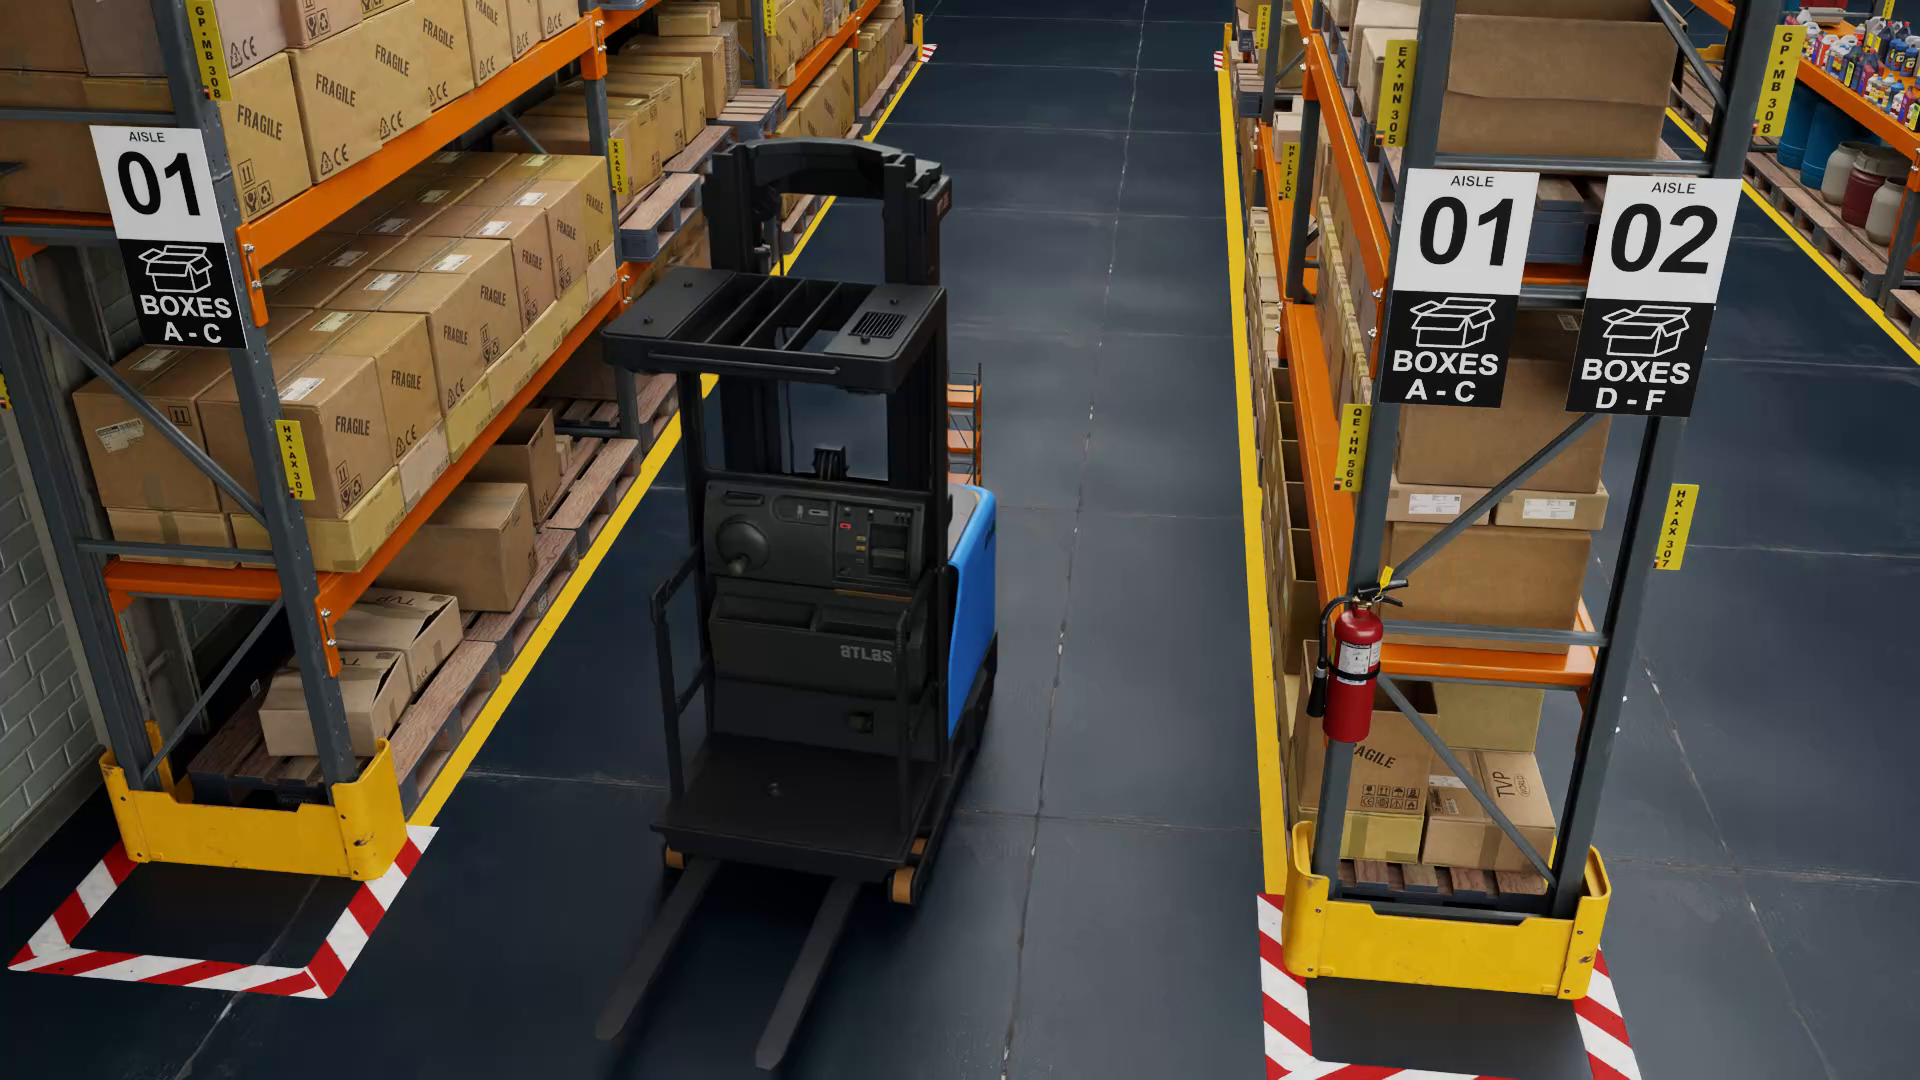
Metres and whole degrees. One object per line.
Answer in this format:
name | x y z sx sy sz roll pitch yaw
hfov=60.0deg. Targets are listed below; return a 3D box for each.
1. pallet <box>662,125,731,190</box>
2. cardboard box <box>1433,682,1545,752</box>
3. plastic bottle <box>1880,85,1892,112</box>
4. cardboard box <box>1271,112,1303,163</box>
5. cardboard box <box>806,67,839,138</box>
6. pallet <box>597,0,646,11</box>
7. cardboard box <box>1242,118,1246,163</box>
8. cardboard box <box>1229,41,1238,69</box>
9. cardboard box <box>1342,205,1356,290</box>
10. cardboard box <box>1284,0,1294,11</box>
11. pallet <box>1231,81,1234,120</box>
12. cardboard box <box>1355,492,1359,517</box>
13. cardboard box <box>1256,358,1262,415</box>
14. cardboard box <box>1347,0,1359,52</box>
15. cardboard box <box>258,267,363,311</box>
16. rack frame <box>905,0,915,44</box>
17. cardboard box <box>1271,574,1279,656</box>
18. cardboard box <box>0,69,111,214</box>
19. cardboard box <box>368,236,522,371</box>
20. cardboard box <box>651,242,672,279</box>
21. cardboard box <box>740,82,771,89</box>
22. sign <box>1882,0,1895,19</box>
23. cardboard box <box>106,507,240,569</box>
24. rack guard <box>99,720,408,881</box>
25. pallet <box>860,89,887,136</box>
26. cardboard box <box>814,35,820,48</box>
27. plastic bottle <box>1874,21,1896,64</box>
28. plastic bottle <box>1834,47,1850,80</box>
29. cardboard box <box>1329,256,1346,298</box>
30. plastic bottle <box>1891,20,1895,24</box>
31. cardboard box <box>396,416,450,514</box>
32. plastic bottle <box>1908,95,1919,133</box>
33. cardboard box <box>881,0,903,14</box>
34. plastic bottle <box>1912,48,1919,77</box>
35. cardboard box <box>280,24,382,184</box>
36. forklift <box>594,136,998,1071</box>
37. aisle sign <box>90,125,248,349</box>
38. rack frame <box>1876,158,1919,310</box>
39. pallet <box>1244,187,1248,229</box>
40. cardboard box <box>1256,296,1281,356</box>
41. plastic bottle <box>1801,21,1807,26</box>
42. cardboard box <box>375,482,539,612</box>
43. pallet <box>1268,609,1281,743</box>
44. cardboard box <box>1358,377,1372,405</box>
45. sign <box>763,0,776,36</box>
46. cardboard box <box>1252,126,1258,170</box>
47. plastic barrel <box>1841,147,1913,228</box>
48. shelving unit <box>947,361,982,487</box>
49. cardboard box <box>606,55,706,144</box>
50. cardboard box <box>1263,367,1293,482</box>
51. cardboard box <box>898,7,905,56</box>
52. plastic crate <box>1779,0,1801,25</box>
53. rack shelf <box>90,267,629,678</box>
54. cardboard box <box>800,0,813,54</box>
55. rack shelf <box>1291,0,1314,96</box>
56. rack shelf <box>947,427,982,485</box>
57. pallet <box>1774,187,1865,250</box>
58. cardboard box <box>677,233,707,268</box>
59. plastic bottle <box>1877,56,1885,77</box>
pallet | -2.253 -2.695 11.793 1.003 0.211 1.213 3 28 6
cardboard box | 2.231 0.558 7.217 0.500 0.500 0.500 3 28 6
plastic bottle | 7.503 -3.565 13.415 0.097 0.201 0.097 0 28 0
cardboard box | 2.564 -2.979 12.211 0.500 0.311 0.500 3 28 6
cardboard box | -1.618 -4.103 16.028 0.750 0.750 0.750 4 29 8
pallet | -2.360 -3.353 9.847 1.213 0.211 1.003 3 28 6
cardboard box | 3.000 -3.939 16.070 0.500 0.500 0.500 4 29 7
cardboard box | 3.436 -5.702 19.606 0.500 0.250 0.500 3 28 6
cardboard box | 2.204 -1.477 7.856 0.700 0.500 0.500 3 28 6
cardboard box | 3.132 -4.379 14.168 0.700 0.500 0.500 9 30 16
pallet | 3.588 -4.982 18.775 1.003 0.211 1.213 3 28 6
cardboard box | 2.015 -0.173 6.802 0.700 0.500 0.500 4 29 8
cardboard box | 2.202 -0.969 10.843 0.500 0.250 0.500 3 28 5
cardboard box | 2.048 -2.390 7.161 0.797 0.503 0.637 6 29 12
cardboard box | -3.054 -0.935 7.670 0.500 0.500 0.500 3 28 5
rack frame | -1.071 -7.480 20.471 1.000 3.000 0.127 3 28 6
cardboard box | 1.829 0.387 8.325 0.500 0.250 0.500 3 28 6
cardboard box | -3.232 -1.533 6.143 0.500 0.500 0.500 5 29 10
cardboard box | -2.483 -1.147 8.063 0.500 0.500 0.500 4 29 8
cardboard box | -2.357 -2.055 11.782 0.500 0.250 0.500 3 28 5
cardboard box | -1.781 -3.754 13.799 0.380 0.149 0.250 3 28 5
sign | 8.817 -5.110 15.781 0.100 0.325 0.005 3 28 6
cardboard box | -3.167 -0.122 6.952 0.500 0.250 0.500 4 29 7
rack guard | -3.022 1.116 7.151 1.175 0.500 0.348 3 28 6
pallet | -1.391 -4.723 18.294 1.003 0.211 1.213 3 28 6
cardboard box | -1.521 -4.724 15.600 0.380 0.149 0.250 3 28 5
plastic bottle | 8.317 -4.469 14.935 0.144 0.351 0.185 3 28 6
plastic bottle | 7.641 -4.125 14.380 0.097 0.271 0.097 0 28 0
cardboard box | 2.026 -1.278 8.171 0.380 0.149 0.250 2 28 5
plastic bottle | 8.560 -4.654 15.349 0.061 0.283 0.133 3 28 6
cardboard box | -2.607 -0.348 7.370 0.500 0.250 0.500 2 28 5
plastic bottle | 7.407 -3.302 12.840 0.061 0.283 0.133 3 28 6
cardboard box | -0.893 -6.443 20.056 0.380 0.149 0.250 3 28 6
plastic bottle | 8.392 -4.180 14.478 0.152 0.276 0.135 3 28 6
cardboard box | -2.641 -1.715 6.482 0.500 0.500 0.500 5 29 10
forklift | -0.646 0.030 6.604 1.130 2.935 3.031 6 29 11
aisle sign | -2.743 -1.041 5.780 0.394 0.787 0.004 3 28 6
rack frame | 7.781 -3.138 12.413 1.000 3.000 0.127 3 28 6
pallet | 3.146 -3.122 15.323 1.003 0.211 1.213 3 28 6
cardboard box | 2.261 -1.454 11.151 0.500 0.311 0.500 3 28 6
plastic bottle | 7.778 -4.653 15.359 0.097 0.271 0.097 0 28 0
cardboard box | -2.648 0.027 8.708 0.700 0.500 0.500 2 28 3
pallet | 2.089 0.630 8.357 1.003 0.211 1.213 3 28 6
cardboard box | 1.838 -0.545 6.809 0.380 0.149 0.250 4 29 7
sign | -1.512 -4.162 13.175 0.100 0.325 0.005 3 28 6
cardboard box | 2.750 -3.332 14.153 0.500 0.250 0.500 4 29 8
plastic barrel | 7.962 -3.024 14.301 0.600 0.588 0.708 3 28 6
shelving unit | 0.007 -0.487 9.548 0.215 1.050 0.252 3 28 6
cardboard box | -2.230 -3.142 11.850 0.700 0.500 0.500 3 28 6
cardboard box | 2.008 -0.649 9.458 0.500 0.500 0.500 3 28 6
cardboard box | -1.058 -6.229 20.342 0.700 0.500 0.500 3 28 6
plastic crate | 7.990 -5.280 16.342 0.392 0.384 0.575 3 28 6
rack shelf | -2.787 -0.573 8.409 1.077 0.370 4.000 3 28 6
cardboard box | -1.603 -4.591 14.669 0.500 0.500 0.500 3 28 6
rack shelf | 2.620 -3.490 10.662 1.077 0.370 4.000 3 28 6
rack shelf | 0.007 -0.478 9.553 0.215 0.259 0.240 3 28 6
pallet | 7.988 -2.857 14.830 1.003 0.211 1.213 3 28 6
cardboard box | -2.299 -1.994 12.460 0.700 0.500 0.500 3 28 6
plastic bottle | 7.713 -3.919 13.984 0.061 0.283 0.133 3 28 6
